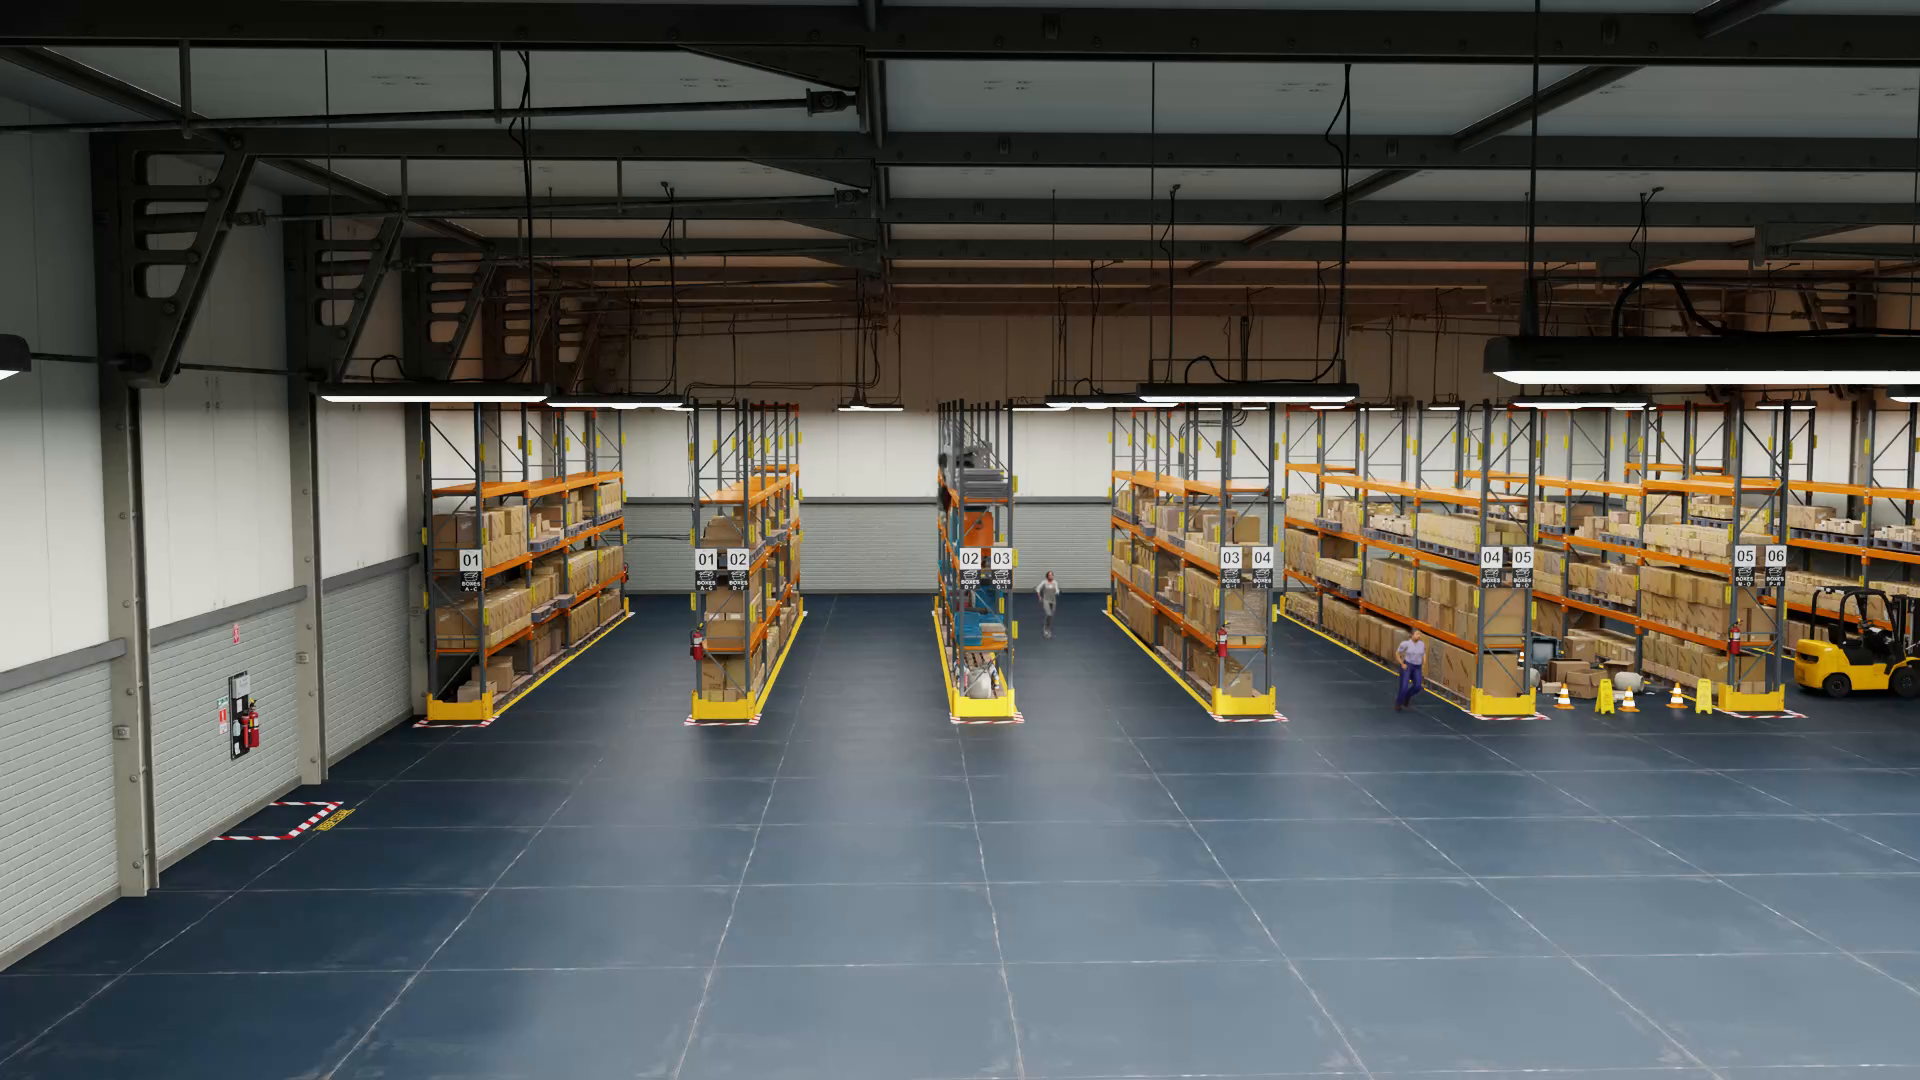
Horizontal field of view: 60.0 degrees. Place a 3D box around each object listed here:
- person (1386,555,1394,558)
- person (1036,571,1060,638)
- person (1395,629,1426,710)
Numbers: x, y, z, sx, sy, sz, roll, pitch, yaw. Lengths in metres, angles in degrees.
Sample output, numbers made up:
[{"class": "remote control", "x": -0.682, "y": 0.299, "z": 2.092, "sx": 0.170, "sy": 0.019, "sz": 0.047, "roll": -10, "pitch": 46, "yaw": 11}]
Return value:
[{"class": "person", "x": 11.981, "y": 1.273, "z": 46.246, "sx": 0.681, "sy": 1.727, "sz": 0.879, "roll": -2, "pitch": 5, "yaw": -25}, {"class": "person", "x": 2.179, "y": 1.572, "z": 40.621, "sx": 0.505, "sy": 1.637, "sz": 0.654, "roll": -1, "pitch": 5, "yaw": -19}, {"class": "person", "x": 8.740, "y": 2.500, "z": 32.086, "sx": 0.665, "sy": 1.579, "sz": 0.502, "roll": -1, "pitch": 4, "yaw": -7}]
